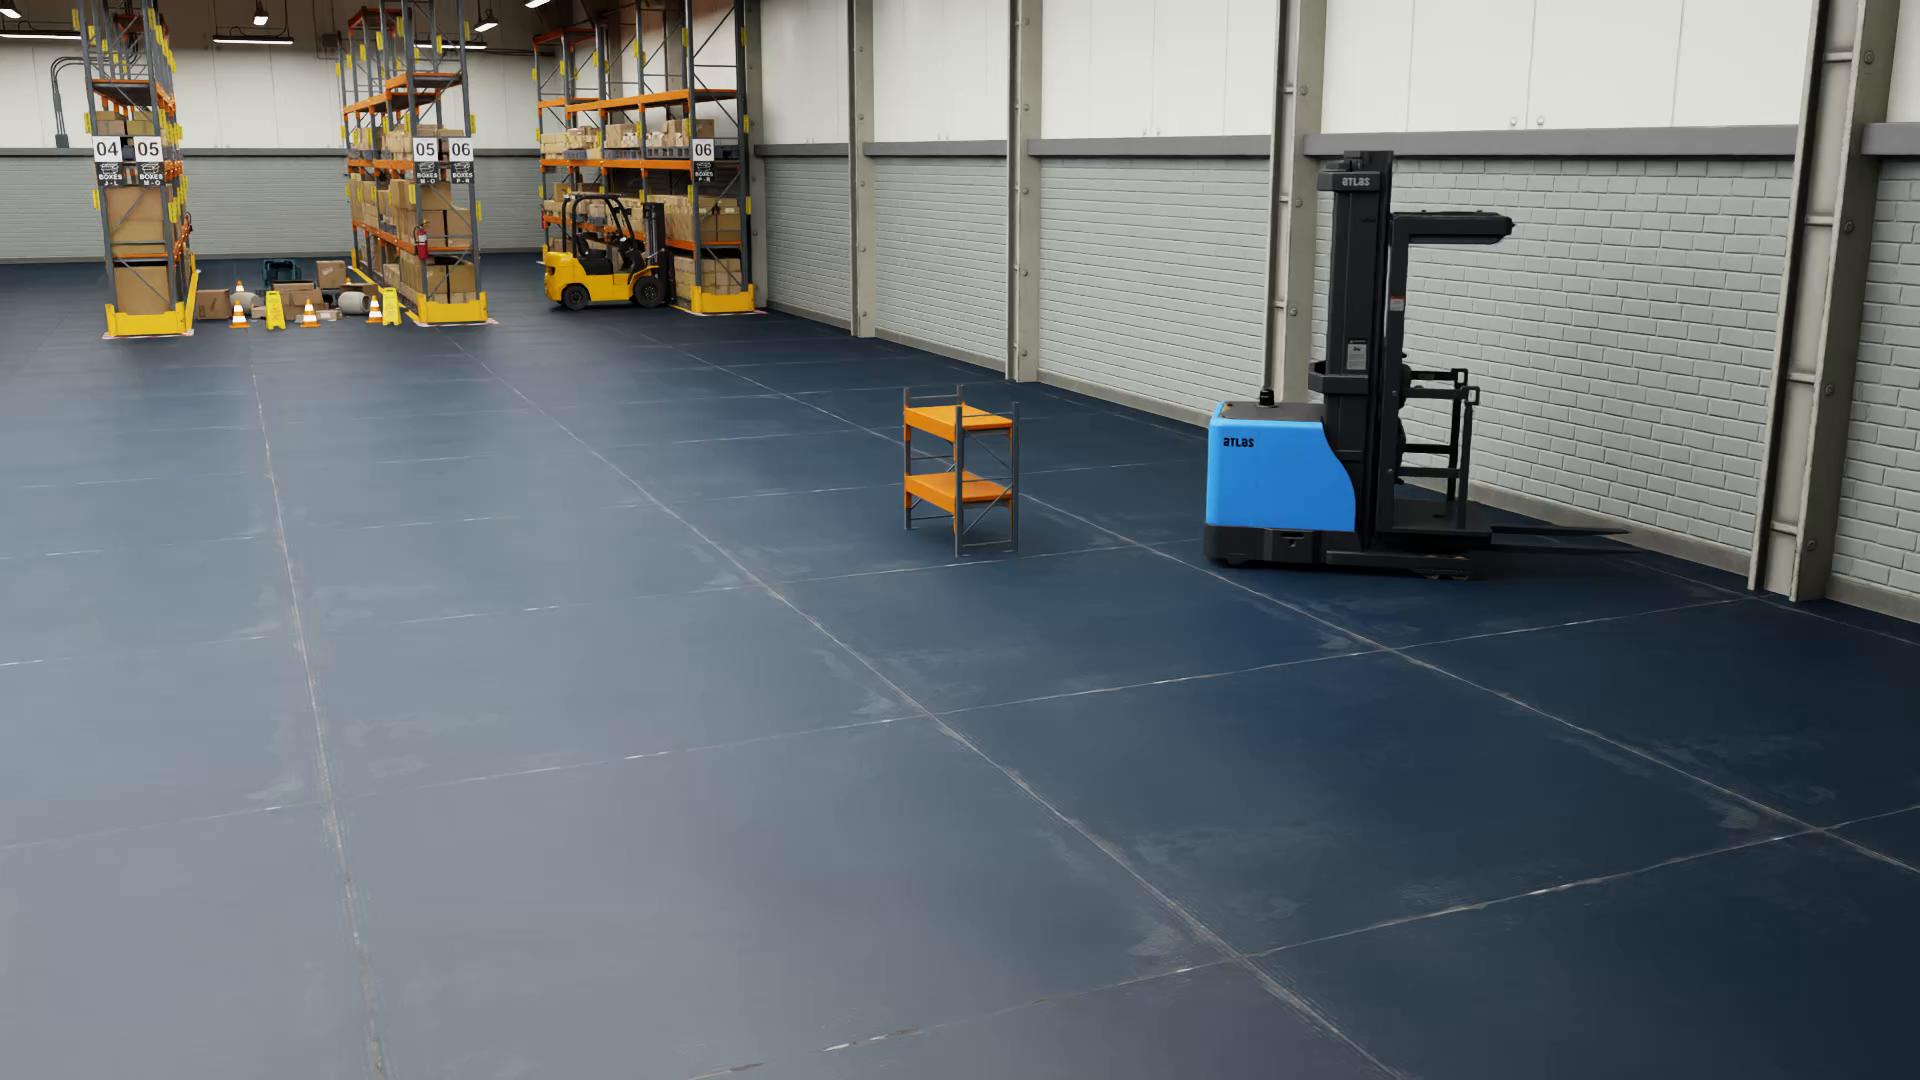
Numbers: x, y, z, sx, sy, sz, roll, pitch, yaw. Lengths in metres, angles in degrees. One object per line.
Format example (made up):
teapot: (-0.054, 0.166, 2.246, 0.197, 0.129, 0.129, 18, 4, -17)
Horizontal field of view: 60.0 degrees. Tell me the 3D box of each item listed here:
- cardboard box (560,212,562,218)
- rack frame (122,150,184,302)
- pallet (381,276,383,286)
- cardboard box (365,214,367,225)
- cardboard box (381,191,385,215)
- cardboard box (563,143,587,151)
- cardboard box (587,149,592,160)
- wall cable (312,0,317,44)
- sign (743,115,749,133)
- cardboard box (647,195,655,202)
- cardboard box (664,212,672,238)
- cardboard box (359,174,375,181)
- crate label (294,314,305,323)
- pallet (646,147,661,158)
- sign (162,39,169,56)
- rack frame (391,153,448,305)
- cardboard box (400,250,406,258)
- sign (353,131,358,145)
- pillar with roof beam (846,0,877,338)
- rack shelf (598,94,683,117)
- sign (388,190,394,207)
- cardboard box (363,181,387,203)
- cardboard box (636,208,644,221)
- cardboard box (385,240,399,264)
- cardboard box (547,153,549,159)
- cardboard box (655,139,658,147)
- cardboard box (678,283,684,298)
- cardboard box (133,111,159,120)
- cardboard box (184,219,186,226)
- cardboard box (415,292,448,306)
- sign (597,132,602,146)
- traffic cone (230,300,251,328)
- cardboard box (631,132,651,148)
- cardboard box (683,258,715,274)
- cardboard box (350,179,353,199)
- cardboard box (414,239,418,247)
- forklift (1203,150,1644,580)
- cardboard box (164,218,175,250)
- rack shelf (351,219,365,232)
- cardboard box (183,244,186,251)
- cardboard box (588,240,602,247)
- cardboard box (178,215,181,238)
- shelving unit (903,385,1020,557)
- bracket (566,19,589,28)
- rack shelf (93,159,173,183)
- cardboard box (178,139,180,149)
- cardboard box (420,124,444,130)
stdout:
cardboard box: (-10.298, -8.556, 43.741, 0.380, 0.149, 0.250, -6, 14, -23)
rack frame: (-15.174, -5.745, 31.038, 1.000, 3.000, 0.127, -6, 14, -23)
pallet: (-12.528, -5.850, 37.679, 1.003, 0.211, 1.213, -6, 14, -23)
cardboard box: (-13.741, -7.571, 39.261, 0.500, 0.250, 0.500, -6, 14, -24)
cardboard box: (-12.098, -7.216, 35.584, 0.500, 0.500, 0.500, -5, 14, -20)
cardboard box: (-9.760, -9.925, 42.120, 0.500, 0.250, 0.500, -6, 14, -23)
cardboard box: (-8.565, -9.168, 39.509, 0.500, 0.250, 0.500, -6, 14, -23)
wall cable: (-19.440, -15.547, 46.781, 2.355, 3.000, 0.029, -6, 14, -23)
sign: (-4.019, -7.810, 31.196, 0.100, 0.325, 0.005, -6, 14, -23)
cardboard box: (-6.277, -7.079, 34.483, 0.380, 0.149, 0.250, -5, 14, -22)
cardboard box: (-5.584, -6.279, 33.124, 0.500, 0.500, 0.500, -6, 14, -23)
cardboard box: (-14.299, -8.752, 40.155, 0.380, 0.149, 0.250, -6, 14, -24)
crate label: (-11.684, -3.950, 29.634, 0.298, 0.136, 0.250, 9, 16, 35)
pallet: (-5.767, -7.906, 33.921, 1.003, 0.211, 1.213, -6, 14, -23)
sign: (-16.269, -10.077, 34.029, 0.100, 0.325, 0.005, -6, 14, -23)
rack frame: (-10.679, -6.213, 33.060, 1.000, 3.000, 0.127, -6, 14, -23)
cardboard box: (-10.695, -5.581, 32.398, 0.380, 0.149, 0.250, -5, 14, -22)
sign: (-14.392, -9.567, 39.578, 0.100, 0.325, 0.005, -6, 14, -23)
pillar with roof beam: (-5.524, -7.355, 24.691, 9.100, 9.000, 0.400, -6, 14, -23)
rack shelf: (-6.934, -9.452, 36.236, 1.077, 0.370, 4.000, -6, 14, -23)
sign: (-11.186, -6.726, 32.710, 0.100, 0.325, 0.005, -6, 14, -23)
cardboard box: (-13.742, -8.182, 39.129, 0.500, 0.500, 0.500, -6, 14, -23)
cardboard box: (-6.563, -6.911, 35.300, 0.500, 0.250, 0.500, -6, 14, -24)
cardboard box: (-12.482, -6.359, 37.472, 0.875, 0.875, 0.875, -6, 14, -23)
cardboard box: (-10.803, -10.226, 44.306, 0.380, 0.149, 0.250, -5, 14, -22)
cardboard box: (-5.923, -7.975, 33.427, 0.380, 0.149, 0.250, -5, 14, -21)
cardboard box: (-5.198, -4.872, 32.437, 0.500, 0.250, 0.500, -6, 14, -23)
cardboard box: (-13.414, -6.997, 27.431, 0.380, 0.149, 0.250, -5, 14, -22)
cardboard box: (-18.192, -7.363, 38.589, 0.380, 0.149, 0.250, -5, 14, -21)
cardboard box: (-9.657, -4.399, 30.390, 0.500, 0.250, 0.500, -6, 14, -23)
sign: (-8.233, -9.153, 37.965, 0.100, 0.325, 0.005, -6, 14, -23)
traffic cone: (-12.483, -3.920, 28.782, 0.336, 0.463, 0.334, -6, 14, -23)
cardboard box: (-6.646, -8.460, 35.165, 0.500, 0.311, 0.500, -6, 14, -25)
cardboard box: (-5.000, -5.254, 31.869, 0.500, 0.250, 0.500, -5, 14, -21)
cardboard box: (-15.341, -8.997, 42.650, 0.500, 0.500, 0.500, -6, 14, -24)
cardboard box: (-9.626, -5.364, 29.951, 0.380, 0.149, 0.250, -6, 14, -24)
forklift: (3.338, -1.276, 11.884, 3.031, 2.935, 1.130, 3, 13, 12)
cardboard box: (-14.111, -5.303, 28.796, 0.875, 0.550, 0.550, -6, 14, -23)
rack shelf: (-14.685, -7.928, 42.068, 1.077, 0.370, 4.000, -6, 14, -23)
cardboard box: (-17.430, -6.403, 36.833, 0.500, 0.250, 0.500, -6, 14, -25)
cardboard box: (-8.954, -7.307, 40.961, 0.380, 0.149, 0.250, -6, 14, -23)
cardboard box: (-15.742, -6.239, 32.953, 0.500, 0.500, 0.500, -5, 14, -22)
shelving unit: (-0.003, -0.549, 12.749, 0.538, 1.125, 1.048, -6, 14, -23)
bracket: (-10.314, -13.802, 44.565, 0.076, 0.066, 4.783, -6, 14, -23)
rack shelf: (-14.373, -6.442, 28.996, 1.077, 0.370, 4.000, -6, 14, -23)
cardboard box: (-19.563, -9.784, 41.061, 0.500, 0.250, 0.500, -6, 14, -25)
cardboard box: (-10.755, -8.308, 33.754, 0.500, 0.250, 0.500, -6, 14, -24)
